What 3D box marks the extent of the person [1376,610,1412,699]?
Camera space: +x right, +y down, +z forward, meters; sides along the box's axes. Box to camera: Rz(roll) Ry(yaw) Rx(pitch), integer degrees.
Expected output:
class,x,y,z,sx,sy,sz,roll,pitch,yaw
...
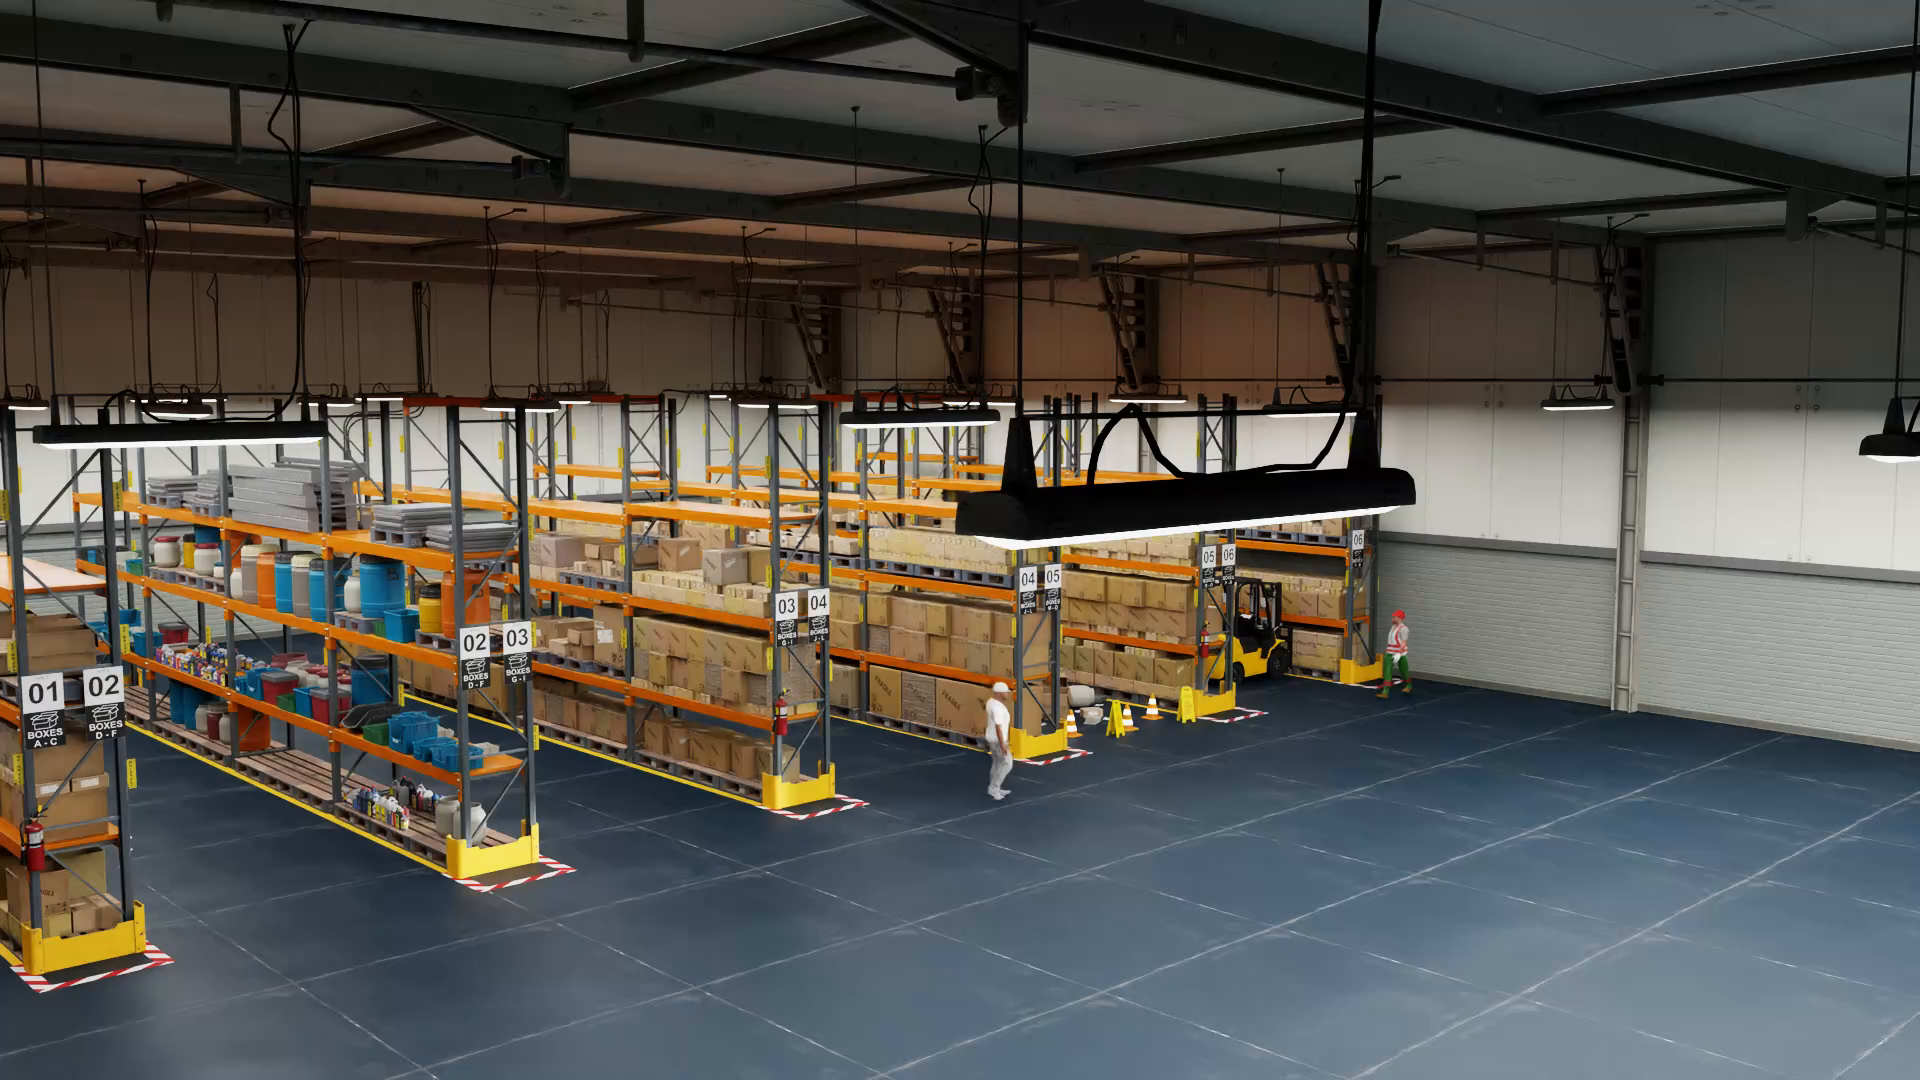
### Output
class,x,y,z,sx,sy,sz,roll,pitch,yaw
person,8.686,2.270,33.060,0.477,1.746,1.090,4,7,33

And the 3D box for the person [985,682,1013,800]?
class,x,y,z,sx,sy,sz,roll,pitch,yaw
person,0.586,3.028,25.209,0.410,1.765,0.666,-1,6,-12

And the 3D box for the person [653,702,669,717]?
class,x,y,z,sx,sy,sz,roll,pitch,yaw
person,-5.553,2.556,30.986,0.684,1.564,0.515,3,6,27
